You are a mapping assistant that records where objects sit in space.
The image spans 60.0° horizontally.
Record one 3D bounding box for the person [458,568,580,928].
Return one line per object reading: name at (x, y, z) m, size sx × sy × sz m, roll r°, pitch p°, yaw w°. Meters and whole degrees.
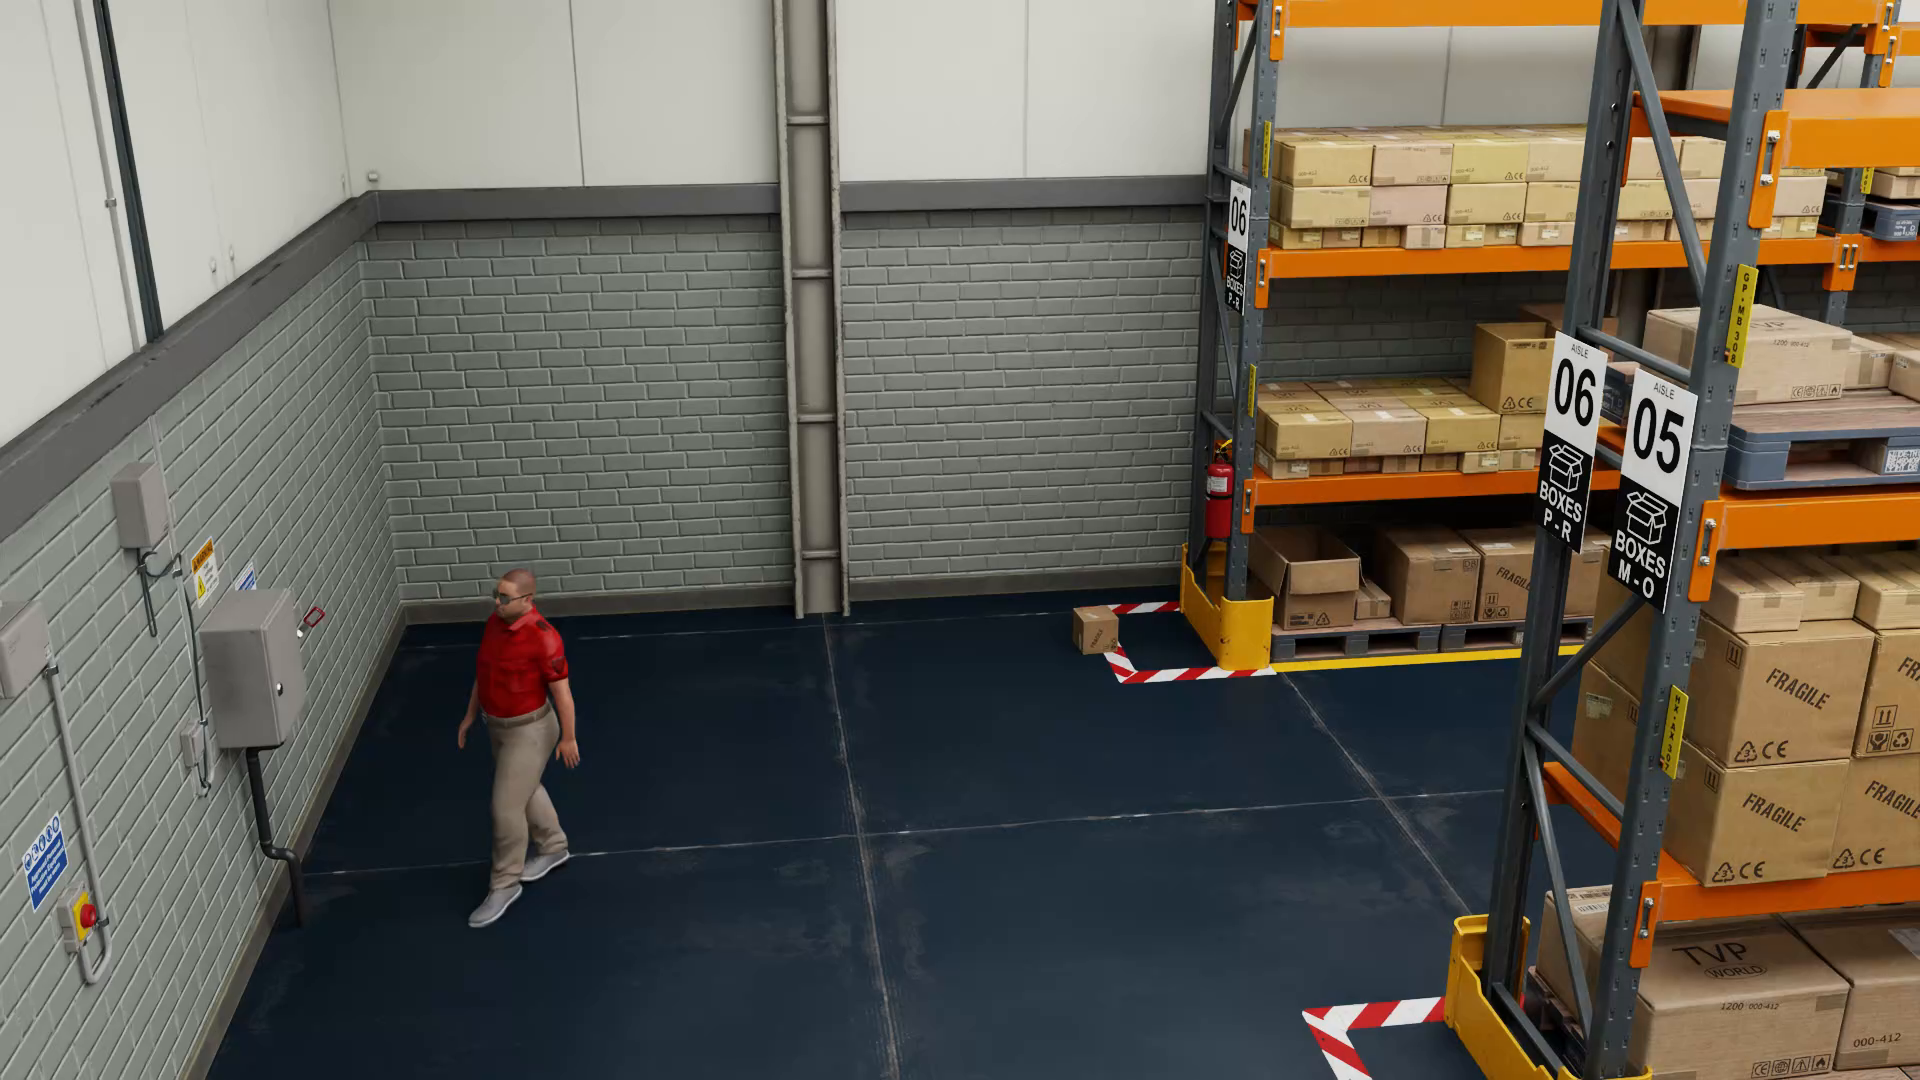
person at (-2.313, 0.996, 8.341) m, size 0.685 × 1.736 × 0.585 m, roll -17°, pitch 26°, yaw -40°
